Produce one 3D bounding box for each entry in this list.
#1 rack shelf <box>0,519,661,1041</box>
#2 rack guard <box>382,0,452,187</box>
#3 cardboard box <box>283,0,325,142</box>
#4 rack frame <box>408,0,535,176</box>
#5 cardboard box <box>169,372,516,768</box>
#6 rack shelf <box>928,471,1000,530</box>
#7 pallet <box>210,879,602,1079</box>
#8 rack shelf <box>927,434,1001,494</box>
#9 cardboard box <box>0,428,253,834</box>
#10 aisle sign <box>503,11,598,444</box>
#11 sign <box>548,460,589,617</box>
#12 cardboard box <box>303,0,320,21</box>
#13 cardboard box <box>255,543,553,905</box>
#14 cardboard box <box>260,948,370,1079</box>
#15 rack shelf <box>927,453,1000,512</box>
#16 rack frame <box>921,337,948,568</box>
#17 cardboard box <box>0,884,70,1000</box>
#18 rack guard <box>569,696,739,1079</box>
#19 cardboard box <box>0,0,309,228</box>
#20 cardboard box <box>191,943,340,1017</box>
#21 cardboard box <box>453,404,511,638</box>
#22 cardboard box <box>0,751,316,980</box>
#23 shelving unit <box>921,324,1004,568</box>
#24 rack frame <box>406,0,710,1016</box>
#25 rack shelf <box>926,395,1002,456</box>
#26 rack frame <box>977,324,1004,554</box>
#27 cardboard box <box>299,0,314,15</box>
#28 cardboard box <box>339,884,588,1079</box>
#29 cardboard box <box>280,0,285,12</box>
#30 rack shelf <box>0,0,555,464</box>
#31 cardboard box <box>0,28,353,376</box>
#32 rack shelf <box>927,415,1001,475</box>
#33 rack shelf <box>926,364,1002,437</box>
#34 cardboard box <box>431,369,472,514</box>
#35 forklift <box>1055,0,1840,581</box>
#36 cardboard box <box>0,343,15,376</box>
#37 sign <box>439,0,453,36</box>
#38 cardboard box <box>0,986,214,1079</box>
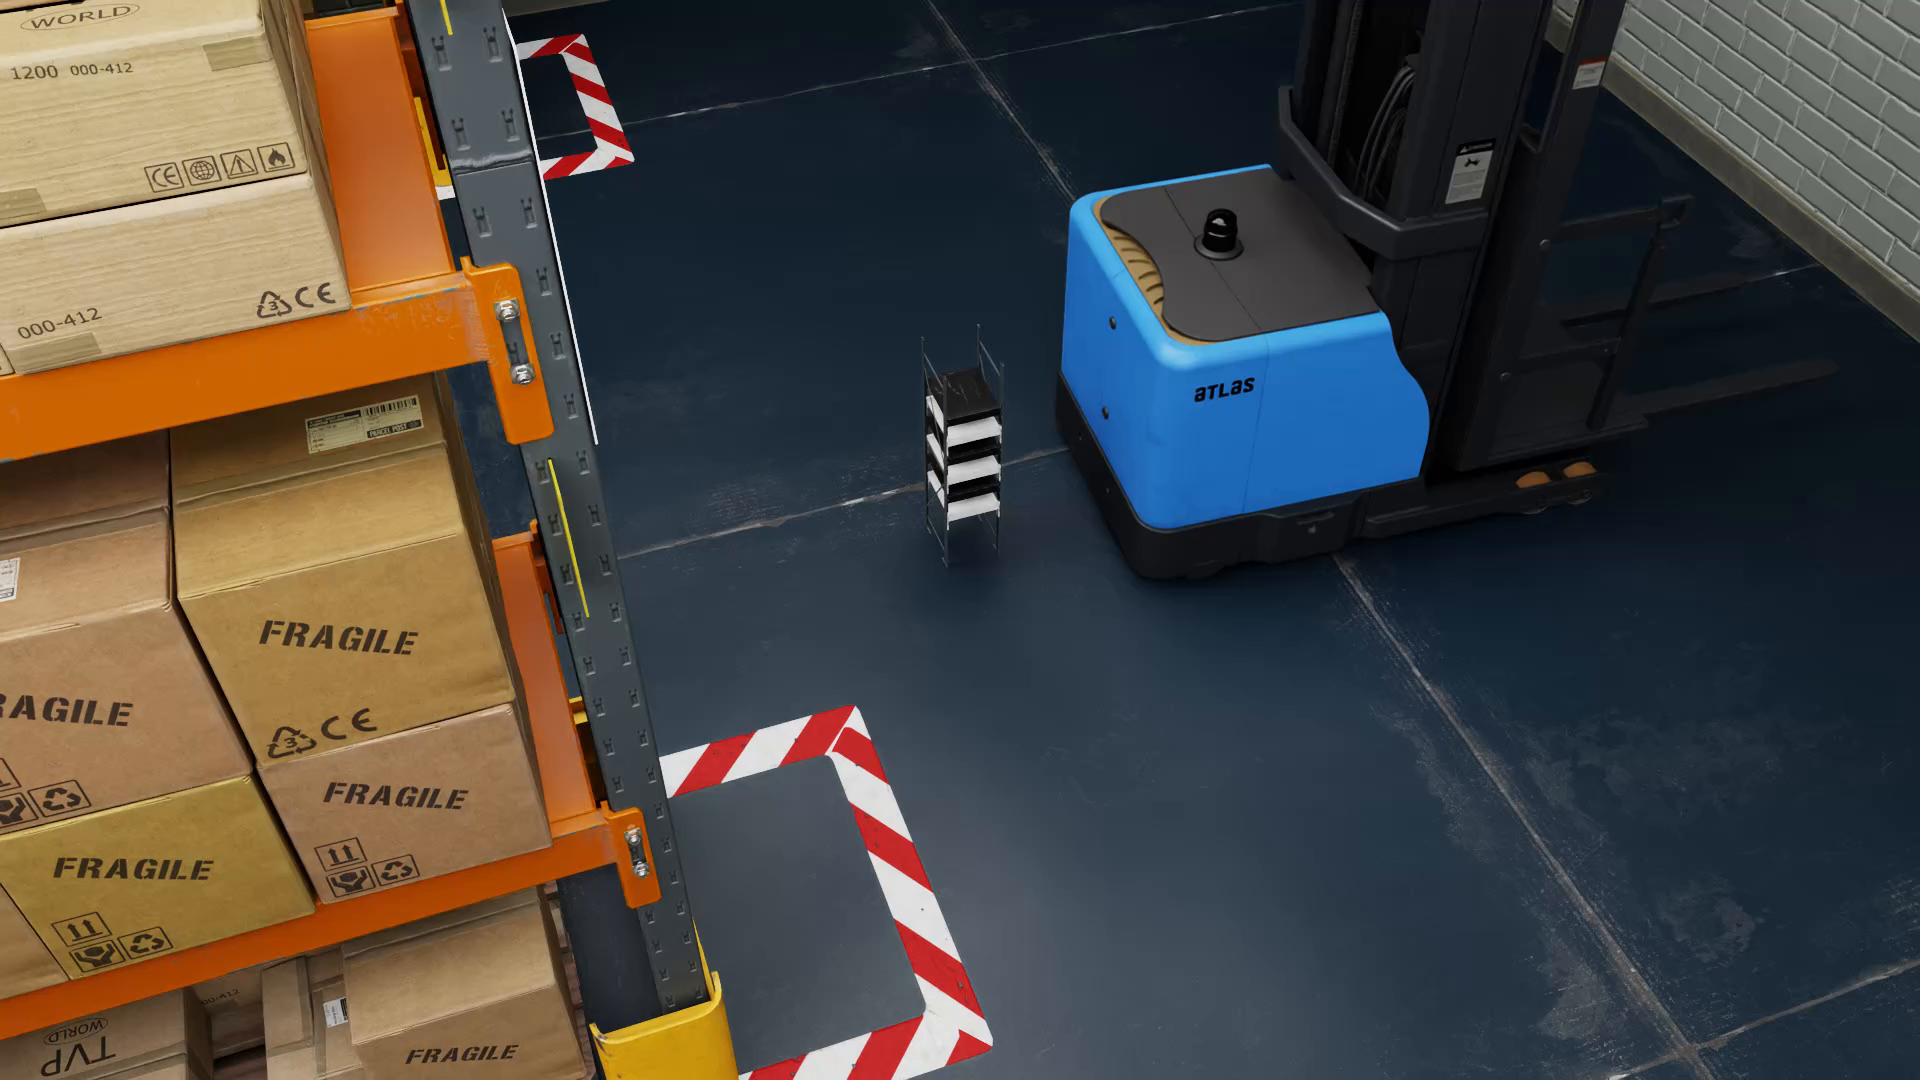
[{"bbox_3d":[-2.777,0.882,3.762,4.000,0.370,1.077,-14,47,-14],"label":"rack shelf"},{"bbox_3d":[-2.559,-2.276,8.165,0.348,0.500,1.175,-14,47,-14],"label":"rack guard"},{"bbox_3d":[-1.465,-0.905,3.022,0.500,0.250,0.500,-14,47,-14],"label":"cardboard box"},{"bbox_3d":[-0.896,-1.971,1.861,0.127,3.000,1.000,-14,47,-14],"label":"rack frame"},{"bbox_3d":[-1.221,0.049,3.307,0.500,0.500,0.500,-15,47,-14],"label":"cardboard box"},{"bbox_3d":[0.008,-0.169,6.084,0.200,0.077,0.258,-14,47,-14],"label":"rack shelf"},{"bbox_3d":[-1.717,1.342,4.764,1.213,0.211,1.003,-14,47,-14],"label":"pallet"},{"bbox_3d":[0.008,-0.296,5.957,0.200,0.077,0.258,-14,47,-14],"label":"rack shelf"},{"bbox_3d":[-1.696,0.171,3.186,0.500,0.500,0.500,-13,47,-13],"label":"cardboard box"},{"bbox_3d":[-0.728,-0.583,2.878,0.004,0.787,0.394,-14,47,-14],"label":"aisle sign"},{"bbox_3d":[-0.726,0.001,3.091,0.005,0.325,0.100,-14,47,-14],"label":"sign"},{"bbox_3d":[-3.206,-2.184,7.777,0.500,0.500,0.700,-14,47,-14],"label":"cardboard box"},{"bbox_3d":[-1.225,0.400,3.663,0.500,0.500,0.500,-13,47,-13],"label":"cardboard box"},{"bbox_3d":[-1.735,1.324,4.503,0.250,0.166,0.380,-14,47,-14],"label":"cardboard box"},{"bbox_3d":[0.008,-0.233,6.021,0.200,0.077,0.258,-14,47,-14],"label":"rack shelf"},{"bbox_3d":[-0.088,-0.295,5.909,0.006,0.900,0.240,-14,47,-14],"label":"rack frame"},{"bbox_3d":[-2.183,0.644,3.420,0.500,0.500,0.500,-14,47,-14],"label":"cardboard box"},{"bbox_3d":[-0.967,1.047,4.853,0.348,0.500,1.175,-14,47,-14],"label":"rack guard"},{"bbox_3d":[-1.293,-0.742,2.507,0.500,0.250,0.500,-14,47,-14],"label":"cardboard box"},{"bbox_3d":[-1.974,1.024,4.742,0.500,0.250,0.500,-14,47,-14],"label":"cardboard box"},{"bbox_3d":[-1.403,0.042,4.019,0.500,0.500,0.500,-13,47,-13],"label":"cardboard box"},{"bbox_3d":[-1.712,0.527,3.536,0.500,0.500,0.500,-14,47,-14],"label":"cardboard box"},{"bbox_3d":[0.008,-0.320,5.933,0.210,0.900,0.258,-14,47,-14],"label":"shelving unit"},{"bbox_3d":[-0.896,0.147,3.986,0.127,3.000,1.000,-14,47,-14],"label":"rack frame"},{"bbox_3d":[0.008,-0.423,5.829,0.200,0.077,0.258,-14,47,-14],"label":"rack shelf"},{"bbox_3d":[0.103,-0.344,5.958,0.006,0.900,0.240,-14,47,-14],"label":"rack frame"},{"bbox_3d":[-3.156,-2.576,7.710,0.250,0.149,0.380,-14,47,-14],"label":"cardboard box"},{"bbox_3d":[-1.324,1.169,4.422,0.500,0.500,0.500,-14,47,-14],"label":"cardboard box"},{"bbox_3d":[-1.468,-1.086,2.849,0.500,0.250,0.500,-14,47,-14],"label":"cardboard box"},{"bbox_3d":[-2.777,-0.177,2.699,4.000,0.370,1.077,-14,47,-14],"label":"rack shelf"},{"bbox_3d":[-1.290,-0.560,2.679,0.500,0.250,0.500,-14,47,-14],"label":"cardboard box"},{"bbox_3d":[0.008,-0.360,5.893,0.200,0.077,0.258,-14,47,-14],"label":"rack shelf"},{"bbox_3d":[0.008,-0.487,5.766,0.200,0.077,0.258,-14,47,-14],"label":"rack shelf"},{"bbox_3d":[-1.403,-0.311,3.665,0.500,0.500,0.500,-13,47,-13],"label":"cardboard box"},{"bbox_3d":[1.955,-1.481,5.657,3.031,2.935,1.130,-12,46,-11],"label":"forklift"},{"bbox_3d":[-1.764,-0.447,2.566,0.500,0.250,0.500,-14,47,-14],"label":"cardboard box"},{"bbox_3d":[-0.726,-0.850,2.237,0.005,0.325,0.100,-14,47,-14],"label":"sign"},{"bbox_3d":[-2.227,1.465,4.302,0.500,0.250,0.500,-14,47,-14],"label":"cardboard box"}]
